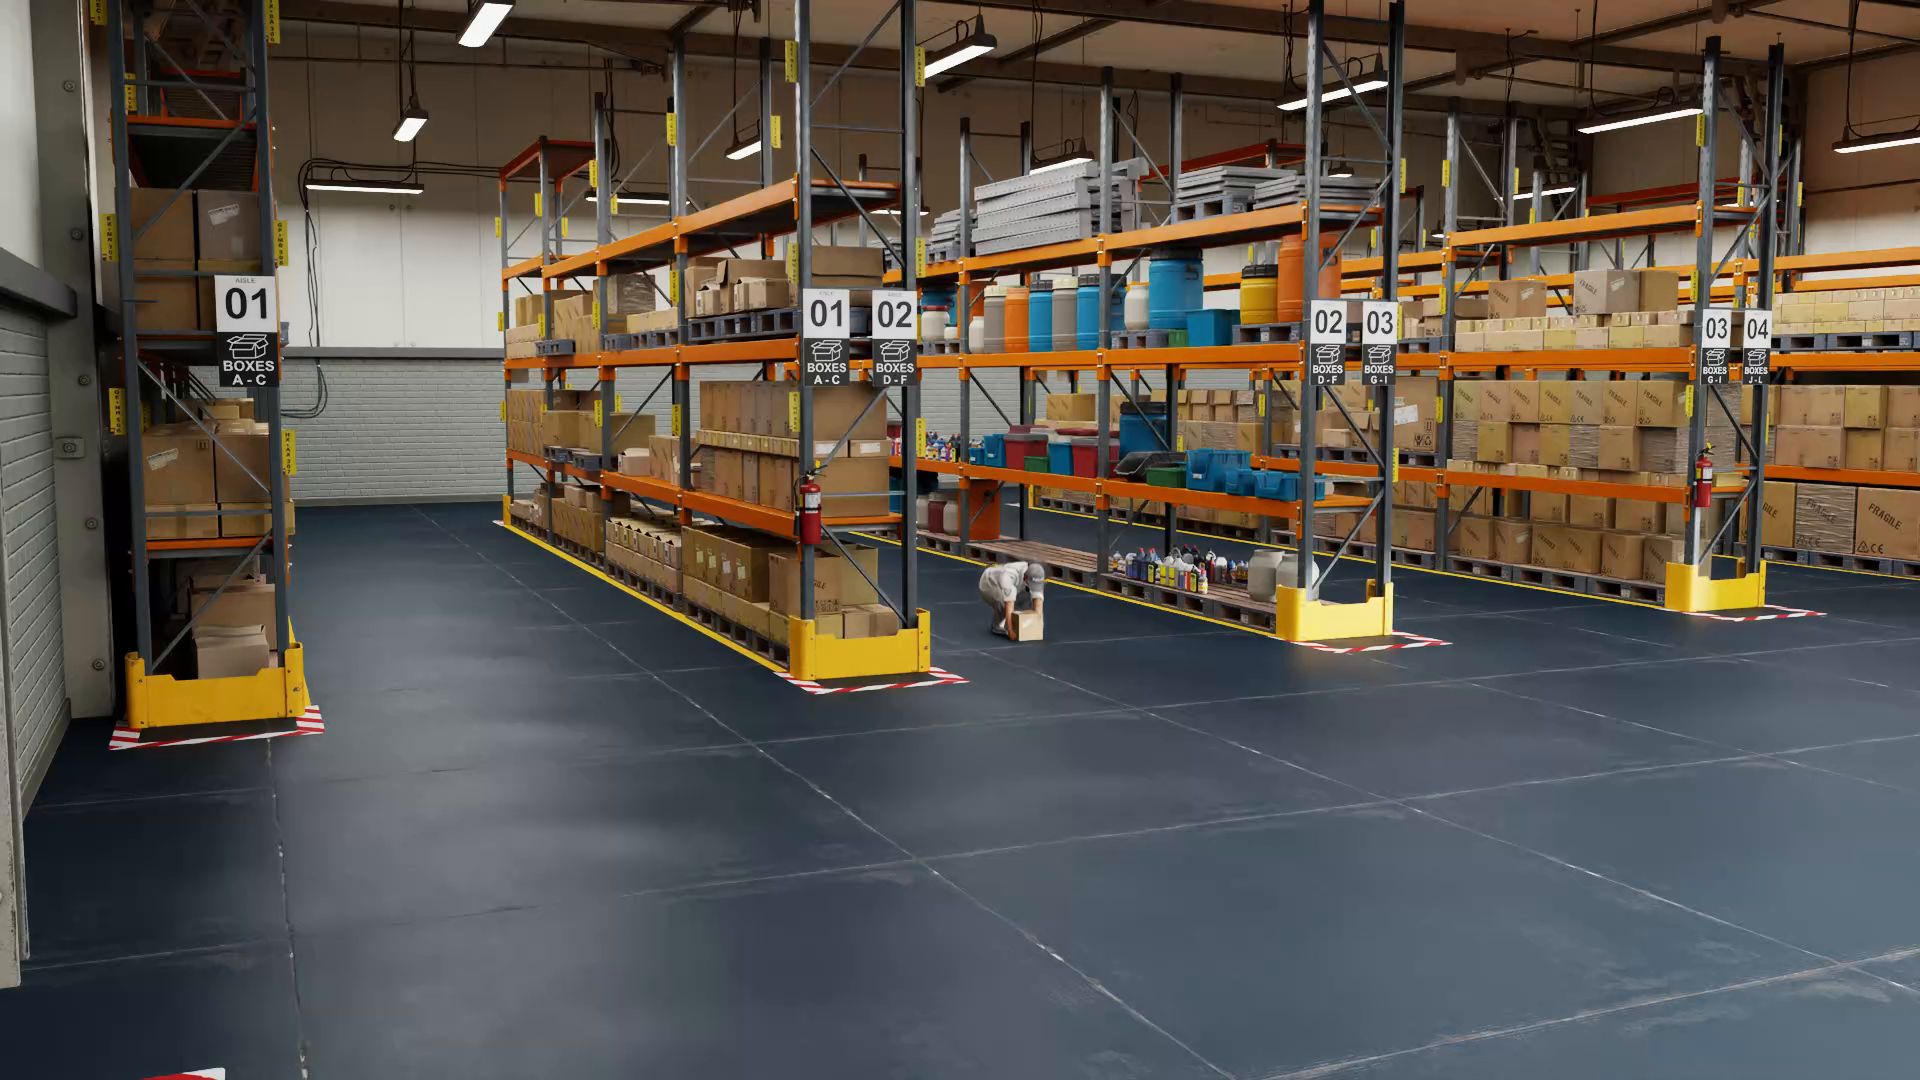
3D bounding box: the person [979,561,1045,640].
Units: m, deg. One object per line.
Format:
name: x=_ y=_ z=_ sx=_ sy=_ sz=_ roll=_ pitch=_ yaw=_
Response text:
person: x=0.544 y=0.568 z=16.151 sx=0.494 sy=0.775 sz=0.917 roll=-3 pitch=6 yaw=-26
